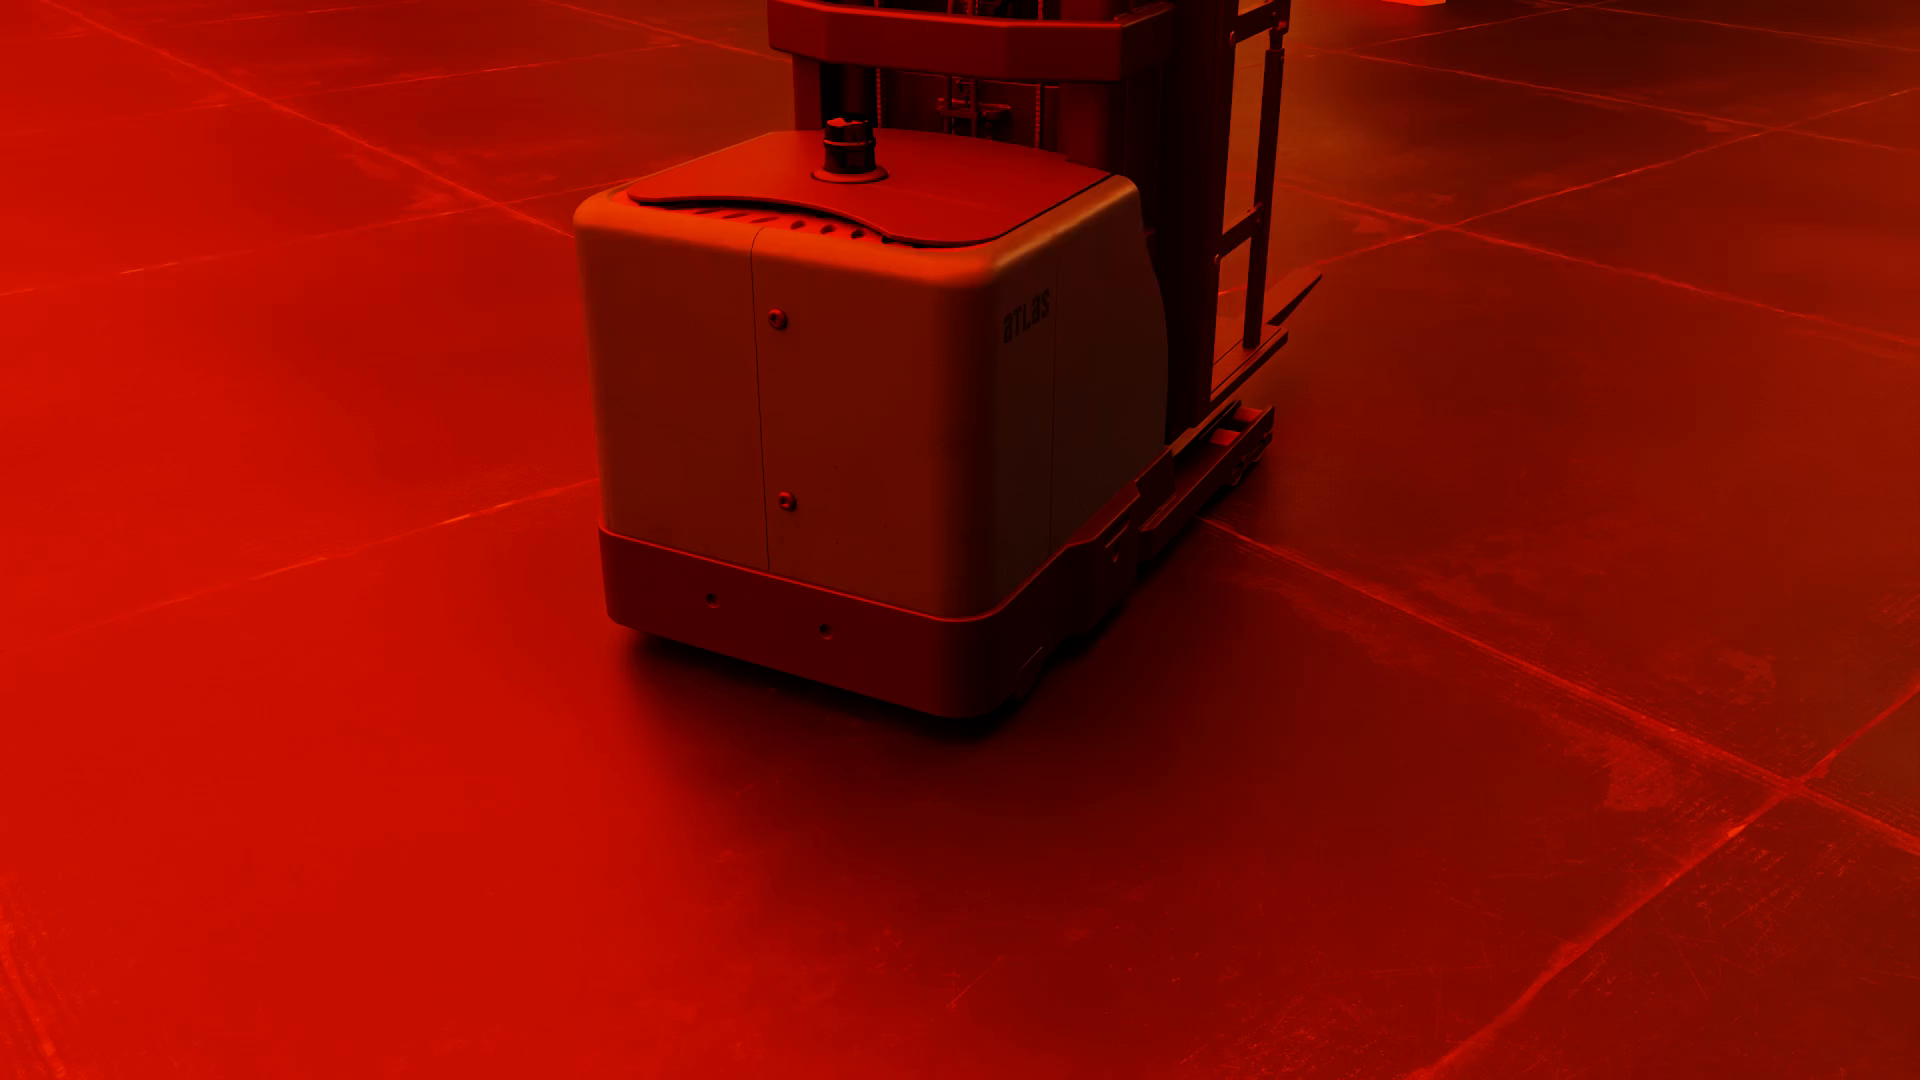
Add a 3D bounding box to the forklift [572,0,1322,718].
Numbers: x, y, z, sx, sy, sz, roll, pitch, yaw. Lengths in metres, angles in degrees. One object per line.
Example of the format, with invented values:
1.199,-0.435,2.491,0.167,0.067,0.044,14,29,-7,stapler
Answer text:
0.285,-1.552,4.331,1.130,2.935,3.031,13,29,25,forklift
